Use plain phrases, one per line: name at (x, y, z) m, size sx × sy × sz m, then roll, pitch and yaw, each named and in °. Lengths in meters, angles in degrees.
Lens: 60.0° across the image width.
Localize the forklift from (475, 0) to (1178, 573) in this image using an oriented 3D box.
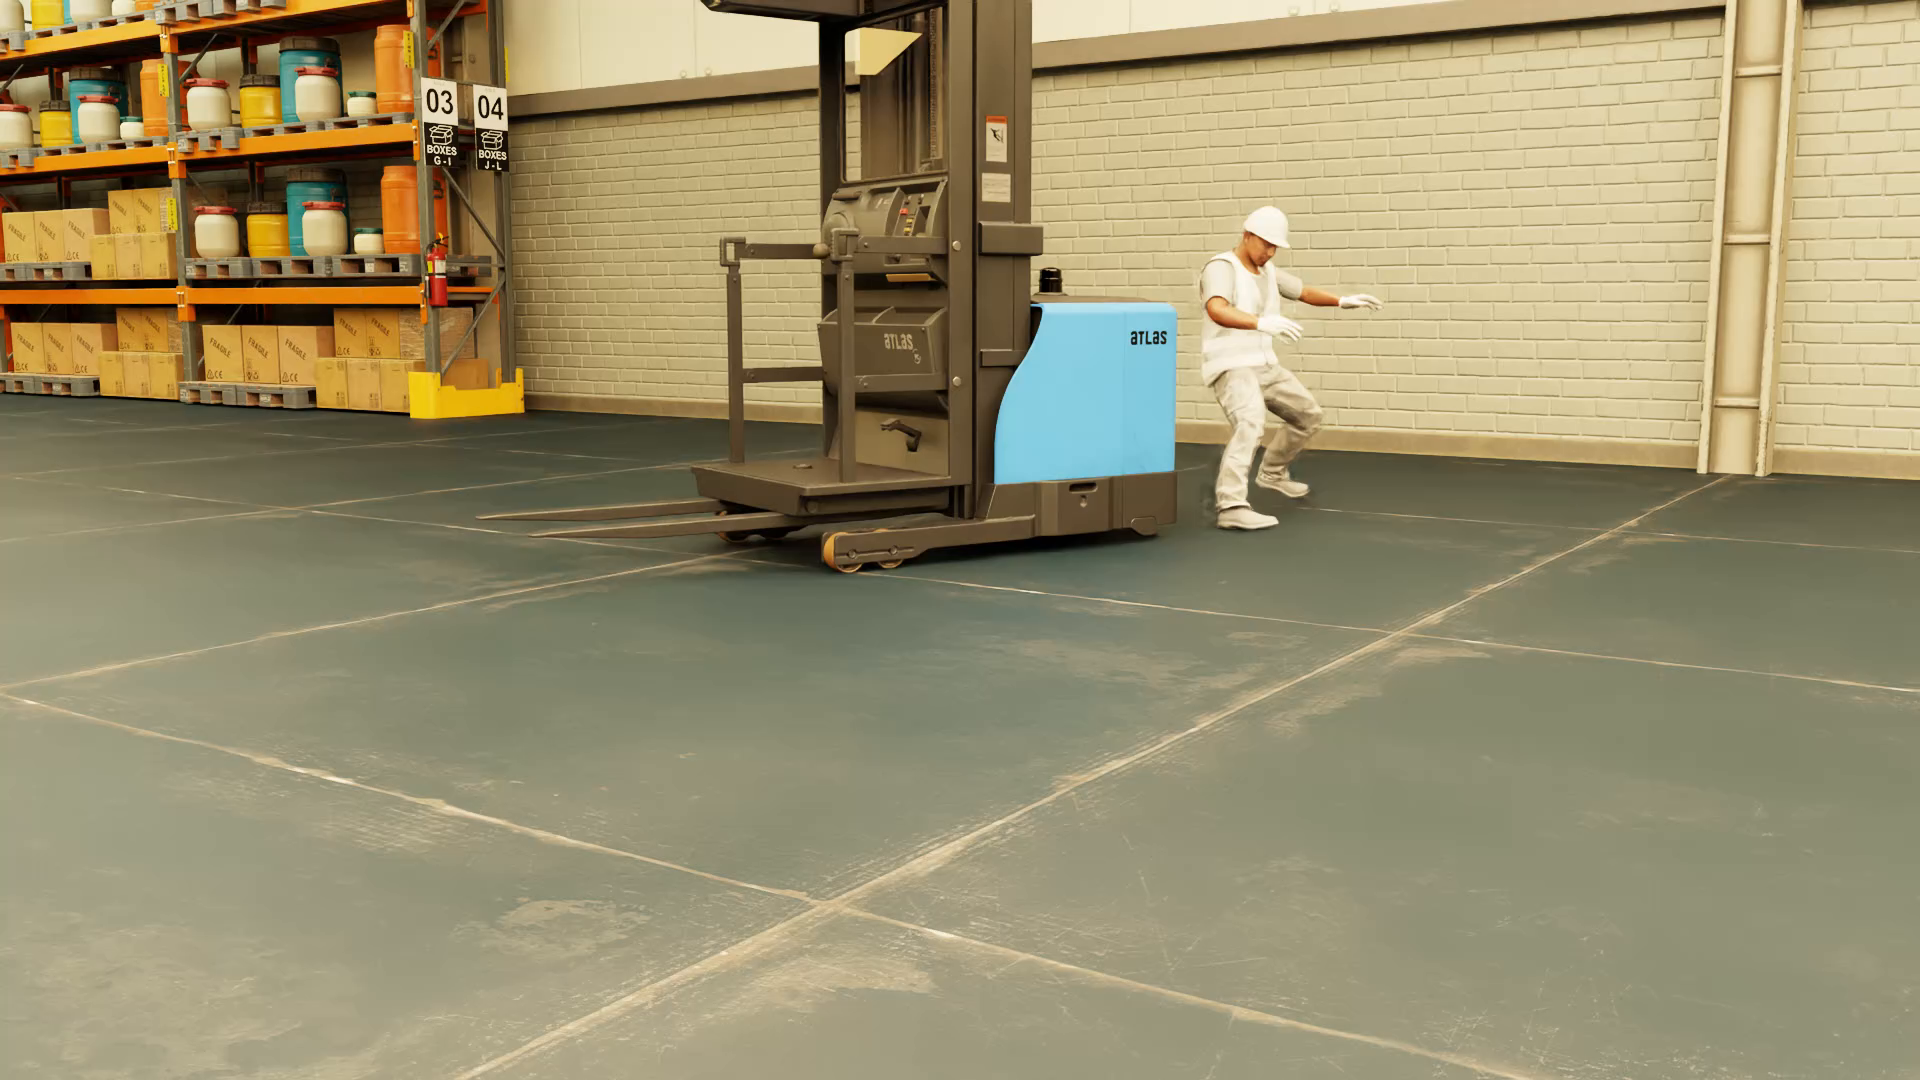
forklift at (-0.507, -1.403, 7.061) m, size 3.031 × 2.935 × 1.130 m, roll -5°, pitch 10°, yaw -33°

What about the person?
person at (1.596, -0.898, 8.404) m, size 0.757 × 1.551 × 1.296 m, roll 7°, pitch 11°, yaw 42°
